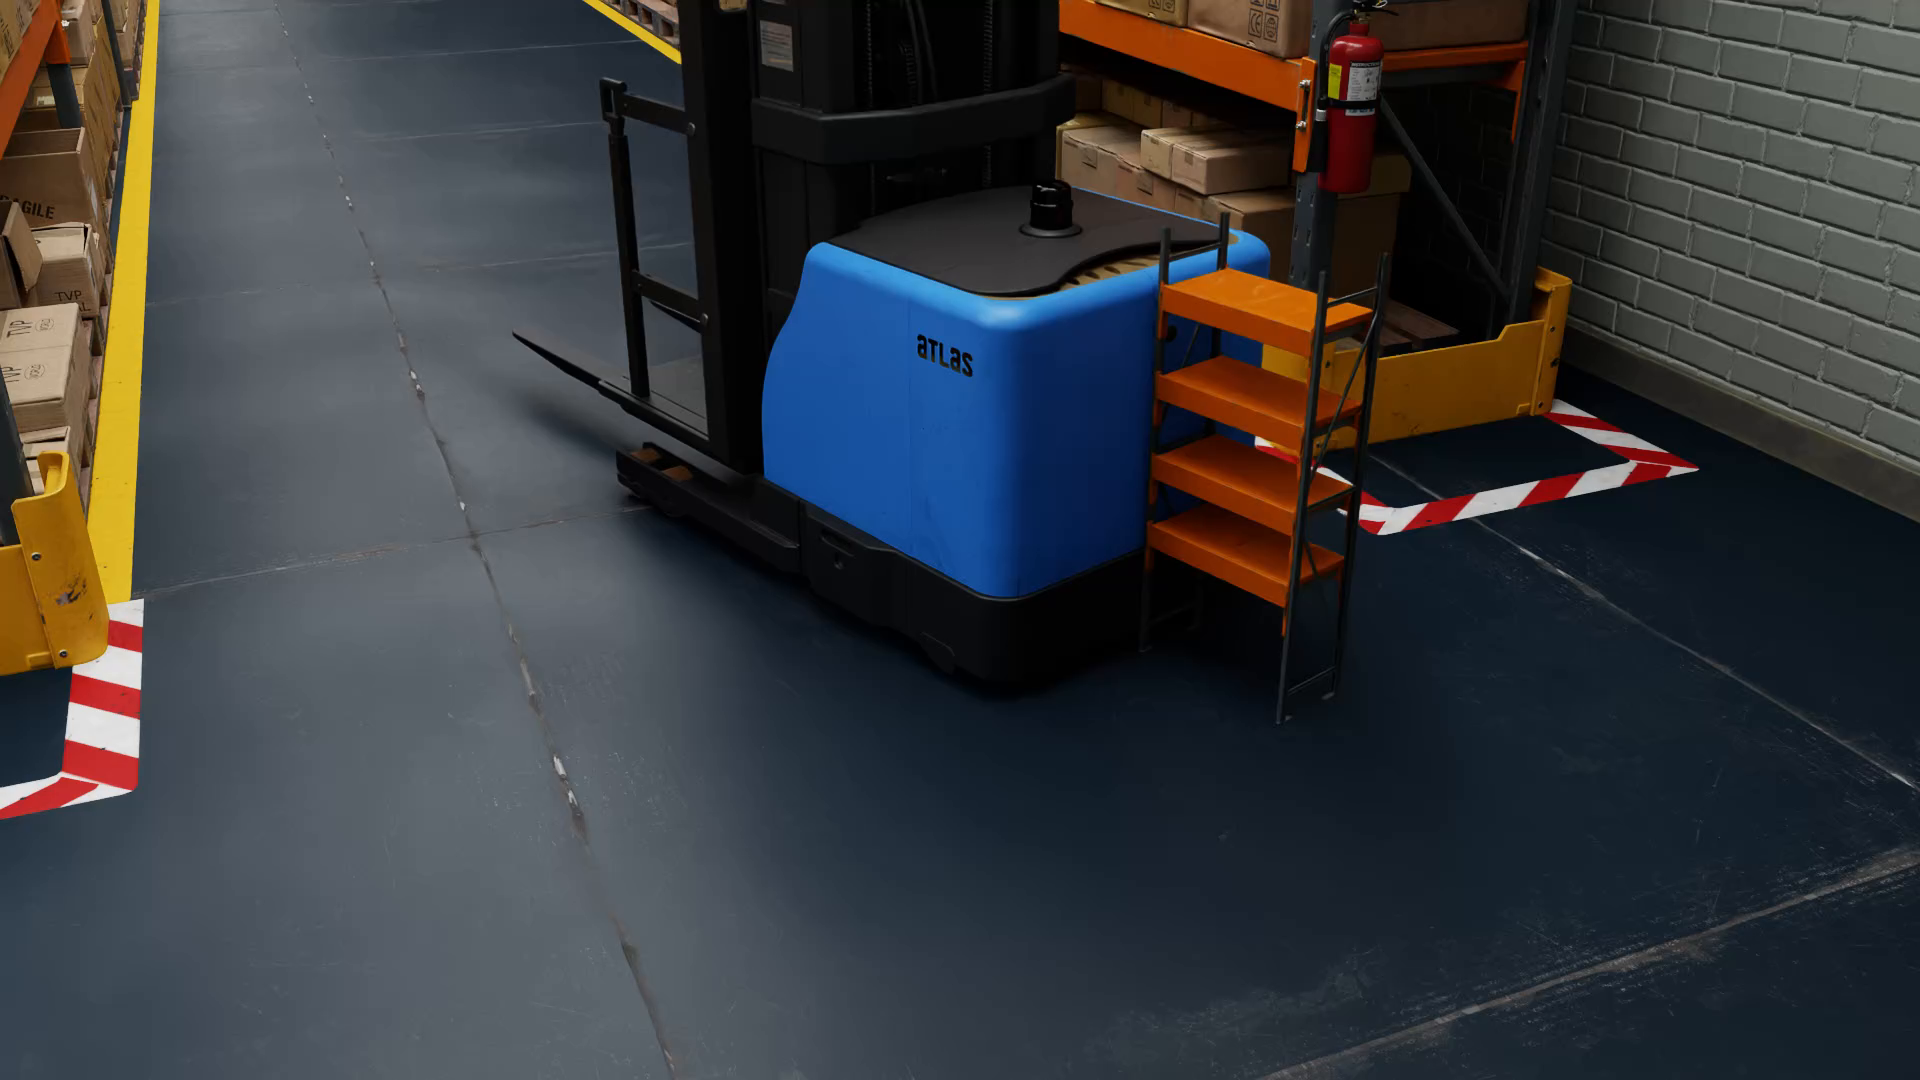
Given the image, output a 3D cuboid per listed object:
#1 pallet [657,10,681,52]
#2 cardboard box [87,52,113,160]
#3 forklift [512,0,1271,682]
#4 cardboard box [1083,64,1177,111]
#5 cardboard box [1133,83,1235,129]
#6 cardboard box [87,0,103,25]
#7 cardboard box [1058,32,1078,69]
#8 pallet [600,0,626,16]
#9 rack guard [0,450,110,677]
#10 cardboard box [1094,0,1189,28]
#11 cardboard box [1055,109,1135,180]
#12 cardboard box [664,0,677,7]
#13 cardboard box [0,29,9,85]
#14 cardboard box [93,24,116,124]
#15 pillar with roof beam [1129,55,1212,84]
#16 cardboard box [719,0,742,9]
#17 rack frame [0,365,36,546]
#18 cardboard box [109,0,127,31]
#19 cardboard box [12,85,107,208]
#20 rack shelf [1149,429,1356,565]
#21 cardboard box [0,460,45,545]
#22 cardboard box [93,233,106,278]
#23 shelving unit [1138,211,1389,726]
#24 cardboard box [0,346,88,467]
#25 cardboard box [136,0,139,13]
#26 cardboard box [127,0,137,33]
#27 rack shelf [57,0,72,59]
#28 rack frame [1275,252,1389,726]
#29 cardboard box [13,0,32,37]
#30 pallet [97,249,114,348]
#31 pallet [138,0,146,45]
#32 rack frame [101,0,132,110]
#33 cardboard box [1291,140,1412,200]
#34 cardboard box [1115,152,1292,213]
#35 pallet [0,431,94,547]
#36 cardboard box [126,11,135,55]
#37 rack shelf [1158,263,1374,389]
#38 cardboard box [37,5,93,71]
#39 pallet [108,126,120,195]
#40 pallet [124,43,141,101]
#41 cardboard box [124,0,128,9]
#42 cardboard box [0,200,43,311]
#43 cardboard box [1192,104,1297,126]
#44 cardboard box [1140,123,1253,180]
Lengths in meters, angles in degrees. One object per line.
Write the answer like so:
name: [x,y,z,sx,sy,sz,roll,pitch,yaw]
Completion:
pallet: [-1.806,-4.101,13.409,1.003,0.211,1.213,-11,28,-21]
cardboard box: [-4.865,-2.299,8.888,0.500,0.500,0.500,-10,28,-20]
forklift: [-0.486,-1.517,5.017,1.130,2.935,3.031,-21,33,-36]
cardboard box: [0.799,-2.133,7.831,0.380,0.149,0.250,-10,28,-20]
cardboard box: [1.000,-1.927,7.408,0.380,0.149,0.250,-10,28,-20]
cardboard box: [-5.450,-3.238,9.956,0.500,0.250,0.500,-9,28,-19]
cardboard box: [0.389,-2.554,8.693,0.380,0.149,0.250,-11,28,-21]
pallet: [-2.762,-5.086,15.427,1.003,0.211,1.213,-11,28,-21]
rack guard: [-2.955,0.136,4.401,1.175,0.500,0.348,-11,28,-21]
cardboard box: [1.127,-2.440,6.486,0.980,0.700,0.700,-11,28,-21]
cardboard box: [0.656,-1.759,7.804,0.700,0.500,0.500,-10,28,-19]
cardboard box: [-2.147,-4.818,14.047,0.700,0.500,0.500,-11,28,-21]
cardboard box: [-3.257,-1.636,5.068,0.500,0.500,0.500,-11,28,-21]
cardboard box: [-5.274,-2.714,9.738,0.500,0.500,0.500,-12,28,-22]
pillar with roof beam: [-2.826,-5.246,5.738,9.100,9.000,0.400,-11,28,-21]
cardboard box: [-1.335,-3.942,11.876,0.750,0.750,0.750,-11,28,-21]
rack frame: [-2.925,-0.956,3.790,1.000,3.000,0.127,-11,28,-21]
cardboard box: [-5.993,-3.653,11.329,0.500,0.311,0.500,-10,28,-19]
cardboard box: [-4.457,-1.883,8.035,0.500,0.500,0.500,-12,28,-23]
rack shelf: [0.749,-0.119,4.279,0.258,0.148,0.480,-21,33,-36]
cardboard box: [-2.773,-0.101,4.786,0.380,0.149,0.250,-11,28,-21]
cardboard box: [-3.806,-1.165,6.966,0.380,0.149,0.250,-11,28,-21]
shelving unit: [0.749,-0.179,4.249,0.258,1.200,0.503,-21,33,-36]
cardboard box: [-3.073,-0.388,5.259,0.500,0.250,0.500,-11,28,-21]
cardboard box: [-6.999,-4.432,13.563,0.500,0.250,0.500,-11,28,-21]
cardboard box: [-6.601,-4.020,12.719,0.500,0.250,0.500,-10,28,-20]
rack shelf: [-5.275,-3.055,8.909,1.077,0.370,4.000,-11,28,-21]
rack frame: [0.908,-0.098,4.083,0.240,1.200,0.015,-21,33,-36]
cardboard box: [-3.654,-2.043,5.902,0.500,0.500,0.500,-10,28,-19]
pallet: [-4.224,-1.040,7.141,1.003,0.211,1.213,-11,28,-21]
pallet: [-7.300,-4.257,13.728,1.003,0.211,1.213,-11,28,-21]
rack frame: [-6.058,-4.186,10.404,1.000,3.000,0.127,-11,28,-21]
cardboard box: [1.498,-1.415,6.361,0.380,0.149,0.250,-10,28,-20]
cardboard box: [1.069,-1.342,6.950,0.700,0.500,0.500,-11,28,-21]
pallet: [-3.268,-0.055,5.123,1.003,0.211,1.213,-11,28,-21]
cardboard box: [-6.191,-3.604,11.867,0.500,0.250,0.500,-11,28,-22]
rack shelf: [0.749,-0.532,4.077,0.258,0.148,0.480,-21,33,-36]
cardboard box: [-4.849,-2.623,8.697,0.500,0.250,0.500,-11,28,-20]
pallet: [-5.327,-2.133,9.378,1.003,0.211,1.213,-11,28,-21]
pallet: [-6.345,-3.272,11.711,1.003,0.211,1.213,-11,28,-21]
cardboard box: [-6.404,-4.070,12.183,0.500,0.311,0.500,-11,28,-22]
cardboard box: [-3.751,-0.889,5.997,0.797,0.503,0.637,-11,28,-21]
cardboard box: [1.201,-1.721,6.986,0.380,0.149,0.250,-10,28,-20]
cardboard box: [0.946,-1.555,6.647,0.380,0.149,0.250,-10,28,-19]
